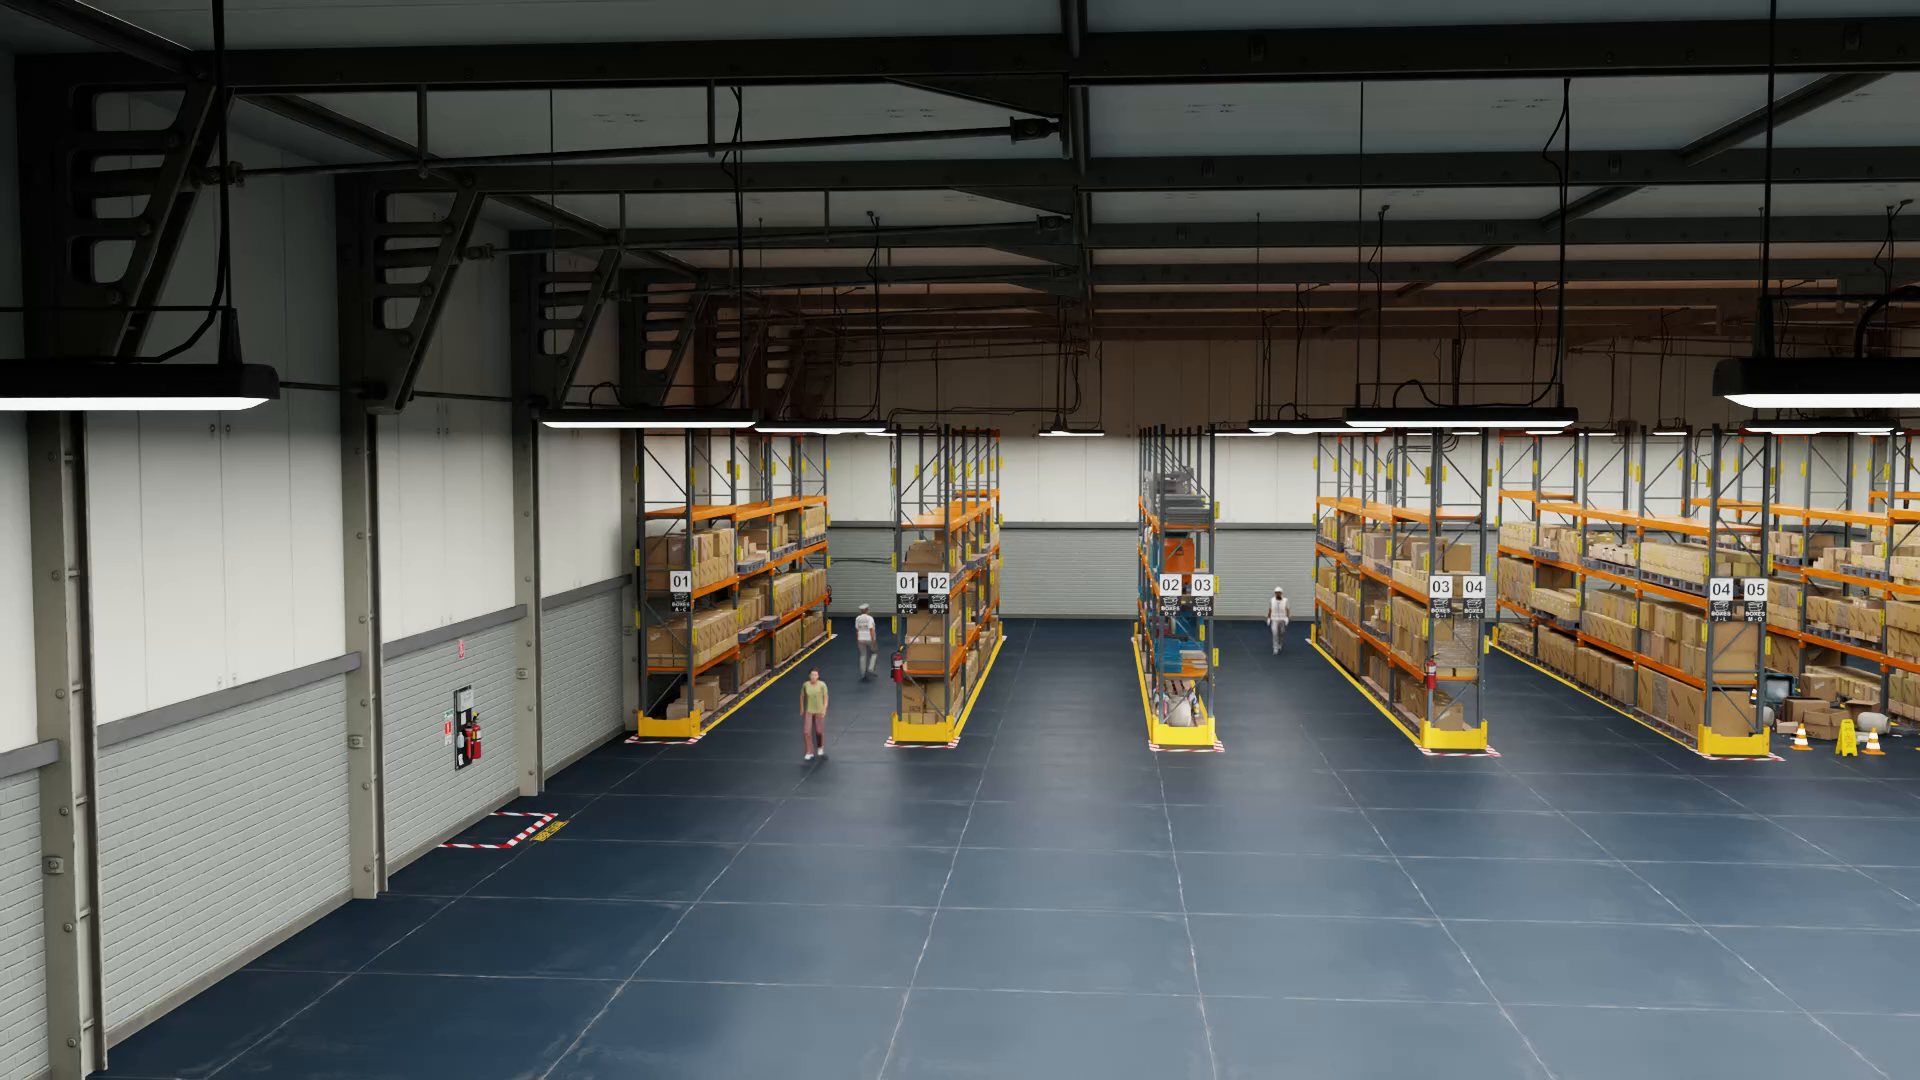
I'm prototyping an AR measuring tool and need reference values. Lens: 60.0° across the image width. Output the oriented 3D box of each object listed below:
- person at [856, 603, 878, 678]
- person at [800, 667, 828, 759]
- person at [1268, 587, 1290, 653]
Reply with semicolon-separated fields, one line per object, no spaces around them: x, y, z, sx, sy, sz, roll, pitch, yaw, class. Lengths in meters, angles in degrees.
-2.246;2.415;39.833;0.566;1.772;0.518;1;4;16;person
-2.619;3.088;29.921;0.518;1.657;0.591;0;3;2;person
8.545;2.126;44.400;0.547;1.715;1.054;0;3;0;person
